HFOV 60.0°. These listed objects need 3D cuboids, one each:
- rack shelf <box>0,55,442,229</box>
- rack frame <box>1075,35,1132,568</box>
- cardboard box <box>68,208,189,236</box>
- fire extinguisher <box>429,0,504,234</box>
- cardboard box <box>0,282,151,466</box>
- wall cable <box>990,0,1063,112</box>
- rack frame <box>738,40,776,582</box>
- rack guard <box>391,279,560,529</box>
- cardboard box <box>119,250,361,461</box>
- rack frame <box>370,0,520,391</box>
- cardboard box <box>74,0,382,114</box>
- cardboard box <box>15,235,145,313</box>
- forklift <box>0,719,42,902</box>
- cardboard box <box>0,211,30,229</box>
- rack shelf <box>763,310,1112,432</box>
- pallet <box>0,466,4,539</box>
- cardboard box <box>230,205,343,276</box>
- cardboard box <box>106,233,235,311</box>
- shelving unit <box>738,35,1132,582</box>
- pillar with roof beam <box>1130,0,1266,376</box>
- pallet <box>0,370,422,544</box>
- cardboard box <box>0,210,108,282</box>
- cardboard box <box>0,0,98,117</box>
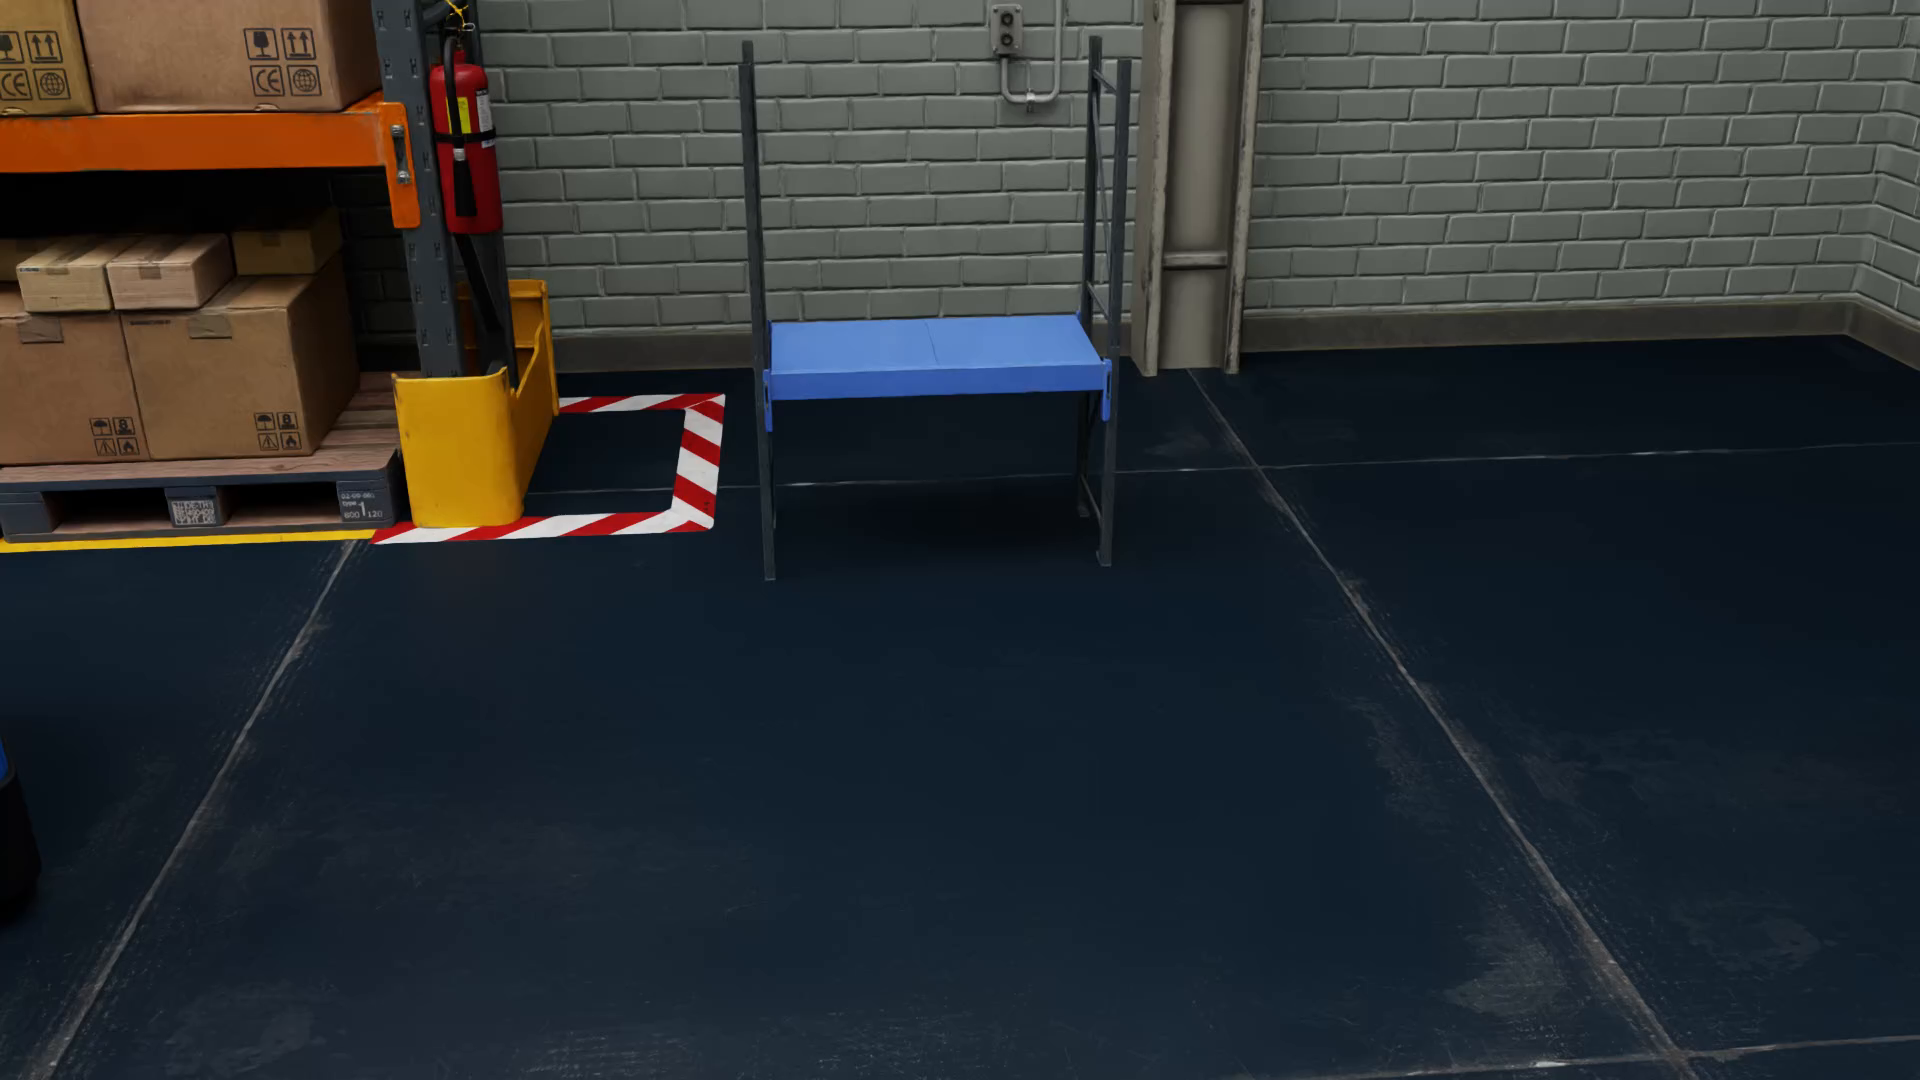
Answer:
[{"bbox_3d":[-3.666,-1.238,5.228,4.000,0.370,1.077,-2,24,-5],"label":"rack shelf"},{"bbox_3d":[0.421,-0.702,4.983,0.032,1.500,0.500,-2,24,-5],"label":"rack frame"},{"bbox_3d":[-2.762,-0.990,5.545,0.250,0.149,0.380,-2,24,-5],"label":"cardboard box"},{"bbox_3d":[-1.480,-1.260,4.947,0.183,0.674,0.296,-2,24,-5],"label":"fire extinguisher"},{"bbox_3d":[-2.860,-0.608,5.485,0.500,0.500,0.700,-2,24,-5],"label":"cardboard box"},{"bbox_3d":[-0.494,-2.544,6.031,1.851,1.984,0.084,-2,24,-5],"label":"wall cable"},{"bbox_3d":[-0.591,-0.662,4.892,0.032,1.500,0.500,-2,24,-5],"label":"rack frame"},{"bbox_3d":[-1.652,-0.505,5.772,0.348,0.500,1.175,-2,24,-5],"label":"rack guard"},{"bbox_3d":[-2.362,-0.628,5.530,0.500,0.500,0.700,-2,24,-5],"label":"cardboard box"},{"bbox_3d":[-1.675,-1.647,5.262,0.127,3.000,1.000,-2,24,-5],"label":"rack frame"},{"bbox_3d":[-2.182,-1.759,5.146,0.700,0.700,0.980,-1,24,-3],"label":"cardboard box"},{"bbox_3d":[-2.726,-0.835,5.198,0.250,0.149,0.380,-2,24,-4],"label":"cardboard box"},{"bbox_3d":[-3.436,-0.379,2.494,3.031,2.935,1.130,-16,28,-31],"label":"forklift"},{"bbox_3d":[-3.264,-0.969,5.500,0.250,0.149,0.380,-2,24,-4],"label":"cardboard box"},{"bbox_3d":[-0.085,-0.518,5.011,1.000,0.185,0.538,-2,24,-5],"label":"rack shelf"},{"bbox_3d":[-3.675,-0.262,5.579,1.213,0.211,1.003,-2,24,-5],"label":"pallet"},{"bbox_3d":[-2.257,-1.010,5.592,0.250,0.149,0.380,-2,24,-5],"label":"cardboard box"},{"bbox_3d":[-2.472,-0.846,5.221,0.250,0.149,0.380,-3,24,-6],"label":"cardboard box"},{"bbox_3d":[-0.085,-0.682,4.938,1.048,1.500,0.538,-2,24,-5],"label":"shelving unit"},{"bbox_3d":[1.350,-3.105,1.158,0.400,9.000,9.100,-2,24,-5],"label":"pillar with roof beam"},{"bbox_3d":[-2.463,-0.309,5.685,1.213,0.211,1.003,-2,24,-5],"label":"pallet"},{"bbox_3d":[-3.011,-0.980,5.523,0.250,0.149,0.380,-2,24,-5],"label":"cardboard box"},{"bbox_3d":[-2.905,-1.726,5.071,0.700,0.700,0.980,-2,24,-6],"label":"cardboard box"}]
